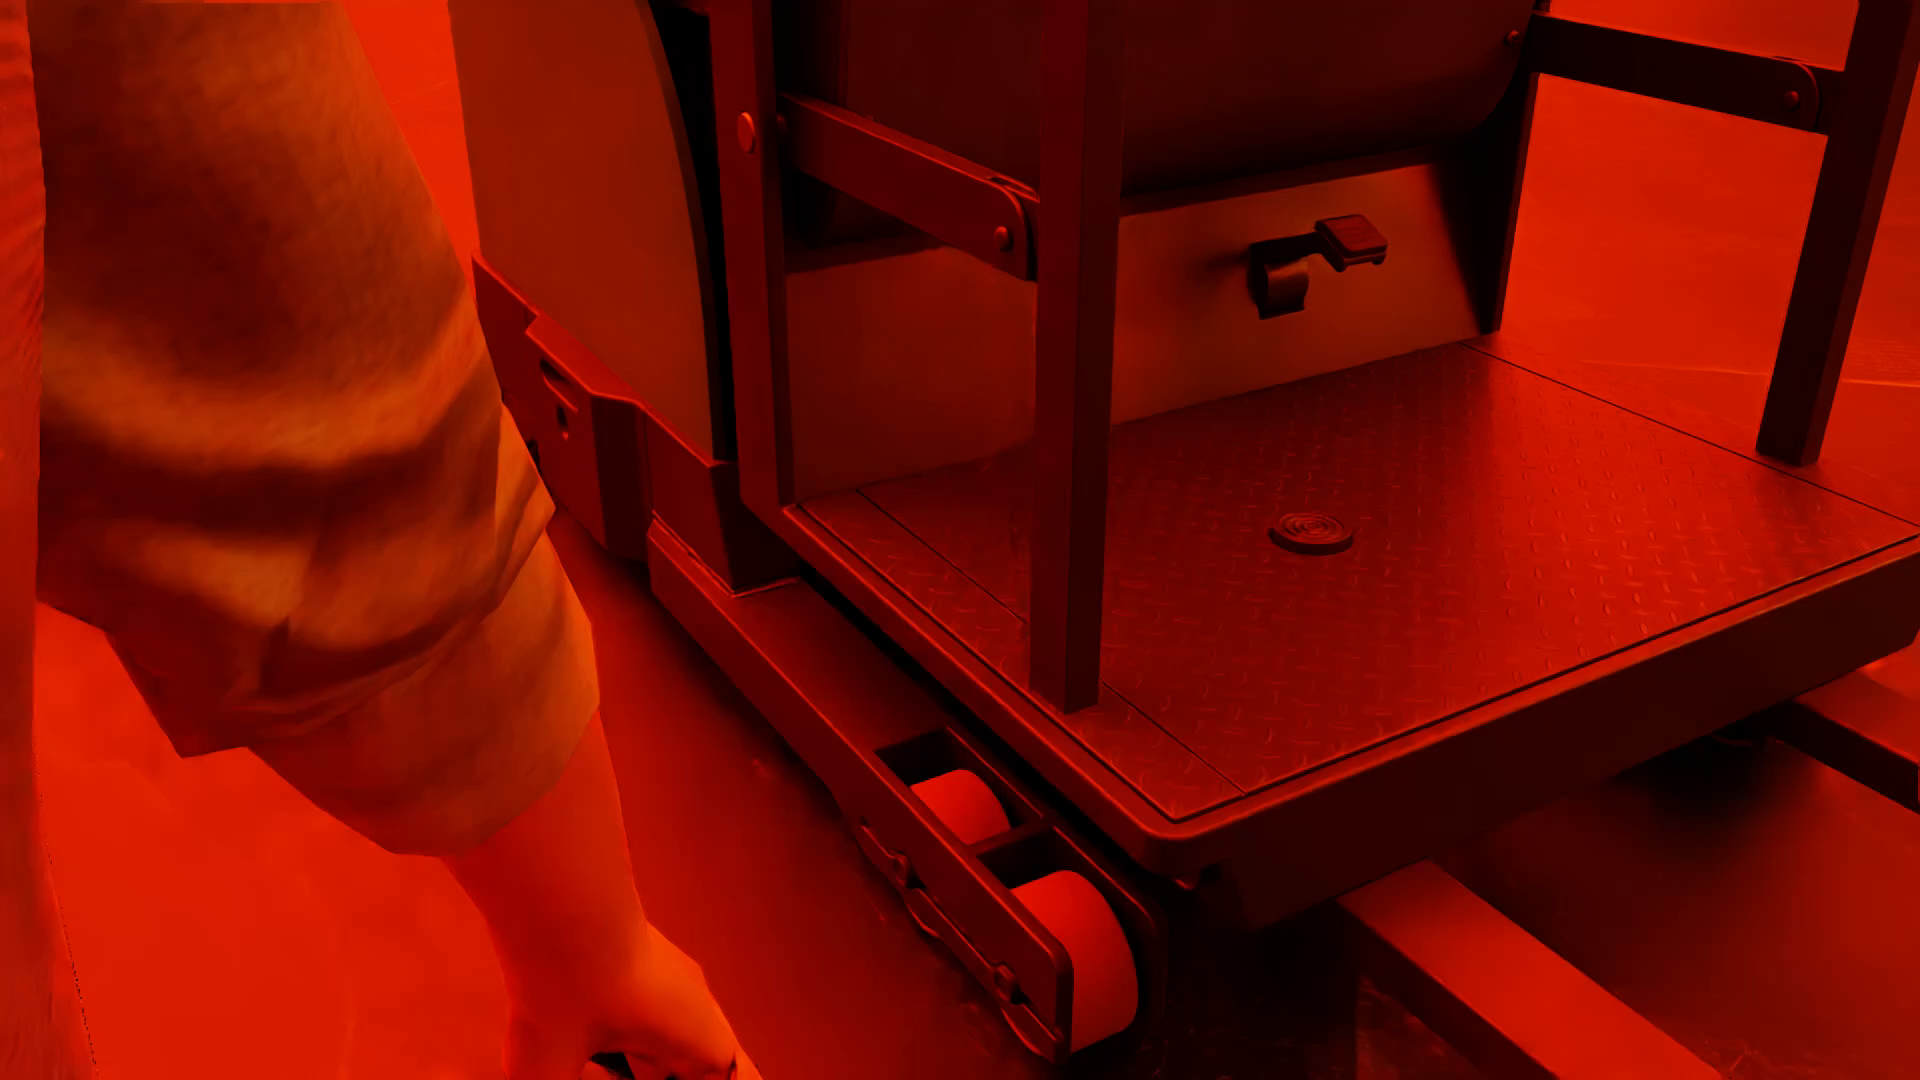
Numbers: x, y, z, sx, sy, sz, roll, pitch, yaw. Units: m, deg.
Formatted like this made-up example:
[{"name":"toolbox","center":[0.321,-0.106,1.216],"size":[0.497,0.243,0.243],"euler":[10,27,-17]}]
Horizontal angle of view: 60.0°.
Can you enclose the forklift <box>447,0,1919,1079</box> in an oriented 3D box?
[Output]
[{"name":"forklift","center":[0.376,-1.069,1.364],"size":[1.130,2.935,3.031],"euler":[-15,30,-27]}]
